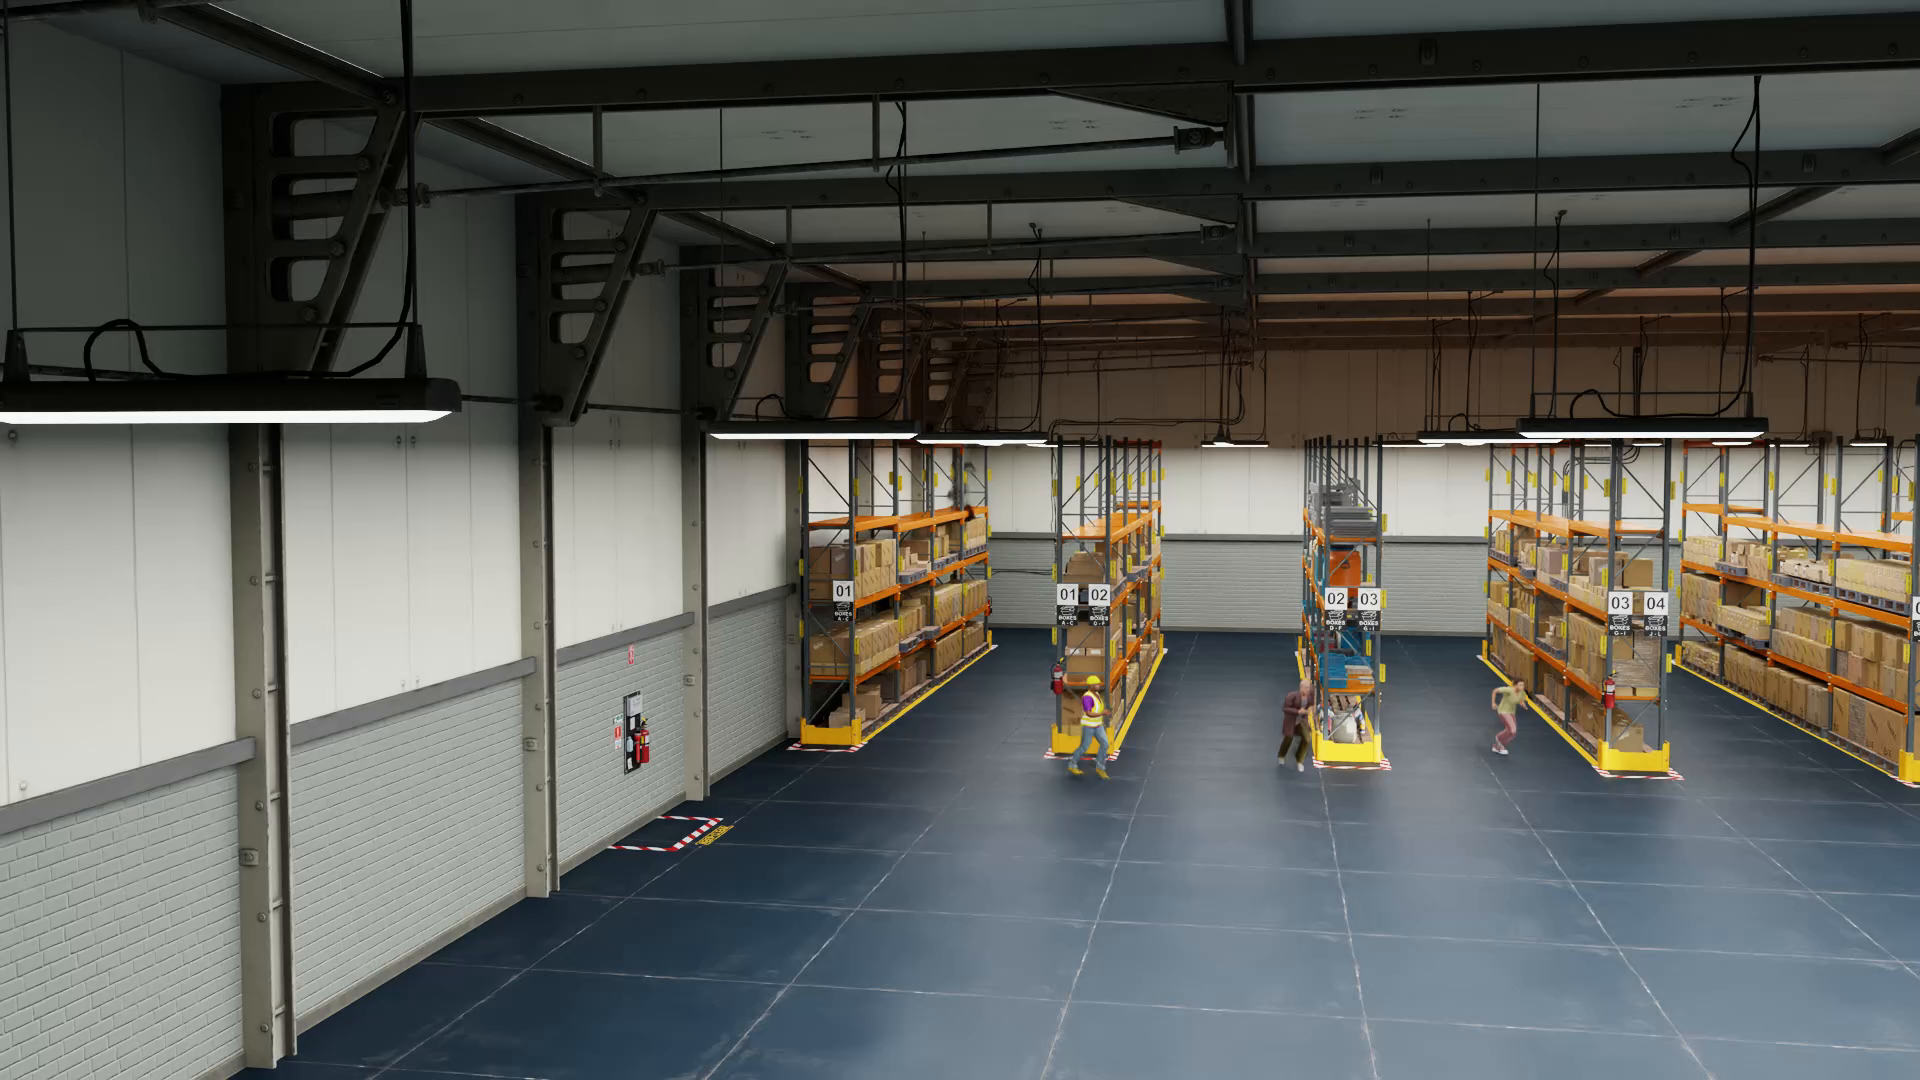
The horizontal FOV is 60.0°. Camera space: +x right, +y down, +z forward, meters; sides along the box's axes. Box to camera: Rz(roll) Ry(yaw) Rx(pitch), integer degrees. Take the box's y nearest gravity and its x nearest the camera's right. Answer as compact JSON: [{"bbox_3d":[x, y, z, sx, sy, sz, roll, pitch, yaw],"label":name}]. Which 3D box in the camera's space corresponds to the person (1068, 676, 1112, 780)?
[{"bbox_3d":[2.291,3.271,28.960,0.857,1.824,0.669,2,4,31],"label":"person"}]

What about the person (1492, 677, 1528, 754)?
[{"bbox_3d":[10.258,3.289,31.122,0.607,1.503,0.811,-1,3,-23],"label":"person"}]

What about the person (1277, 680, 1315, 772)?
[{"bbox_3d":[6.017,3.305,29.762,0.750,1.705,1.064,-1,3,-20],"label":"person"}]
